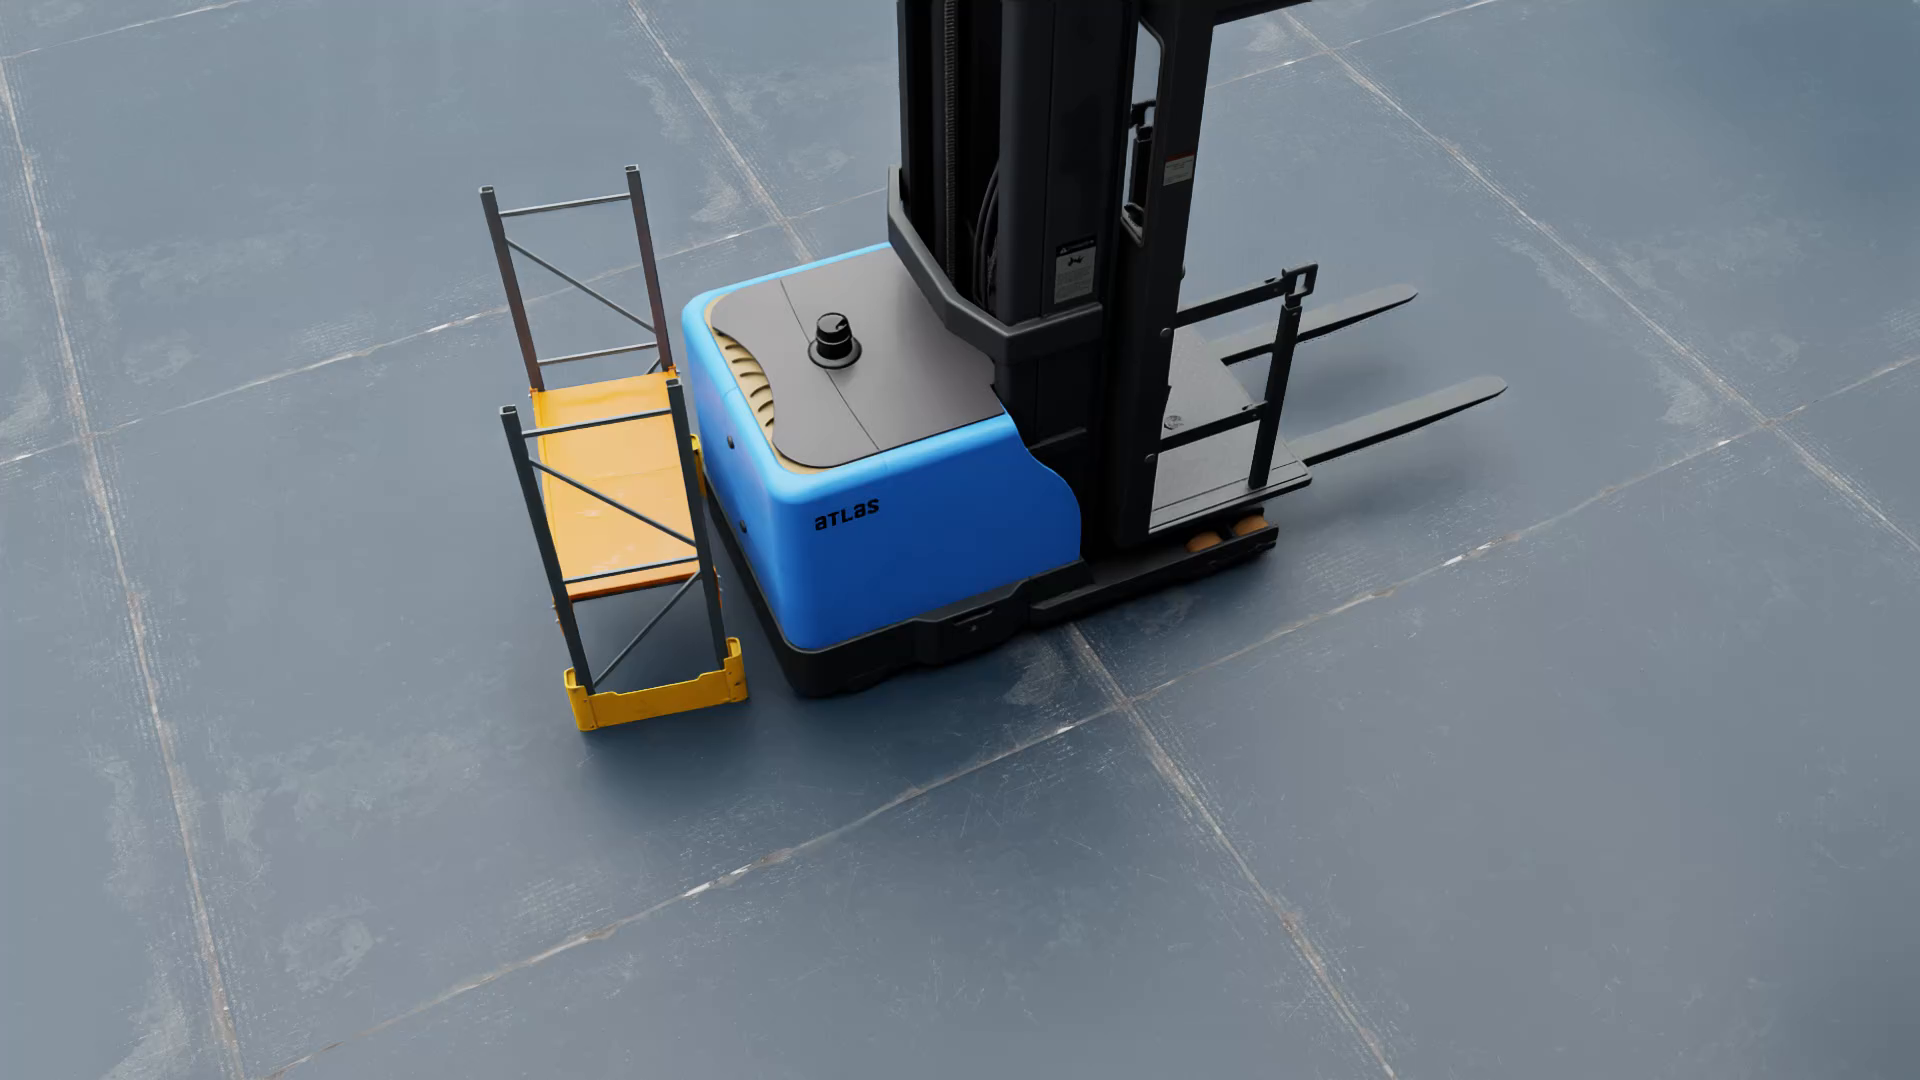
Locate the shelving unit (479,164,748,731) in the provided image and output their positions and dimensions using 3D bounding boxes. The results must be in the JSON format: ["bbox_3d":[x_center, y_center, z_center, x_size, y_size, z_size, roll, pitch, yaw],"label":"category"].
[{"bbox_3d":[-1.146,-0.284,5.502,0.587,1.500,1.083,-11,50,-9],"label":"shelving unit"}]

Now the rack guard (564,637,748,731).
[{"bbox_3d":[-1.027,0.491,5.654,0.587,0.250,0.087,-11,50,-9],"label":"rack guard"}]

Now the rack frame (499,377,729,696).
[{"bbox_3d":[-1.022,0.094,5.171,0.500,1.500,0.032,-11,50,-9],"label":"rack frame"}]

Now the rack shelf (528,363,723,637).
[{"bbox_3d":[-1.144,-0.159,5.632,0.538,0.185,1.000,-11,50,-9],"label":"rack shelf"}]

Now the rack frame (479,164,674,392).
[{"bbox_3d":[-1.266,-0.649,5.821,0.500,1.500,0.032,-11,50,-9],"label":"rack frame"}]

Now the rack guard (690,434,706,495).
[{"bbox_3d":[-1.266,-0.236,6.291,0.587,0.250,0.087,-11,50,-9],"label":"rack guard"}]

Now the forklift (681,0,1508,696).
[{"bbox_3d":[0.619,-1.183,5.338,3.031,2.935,1.130,-19,51,-16],"label":"forklift"}]
